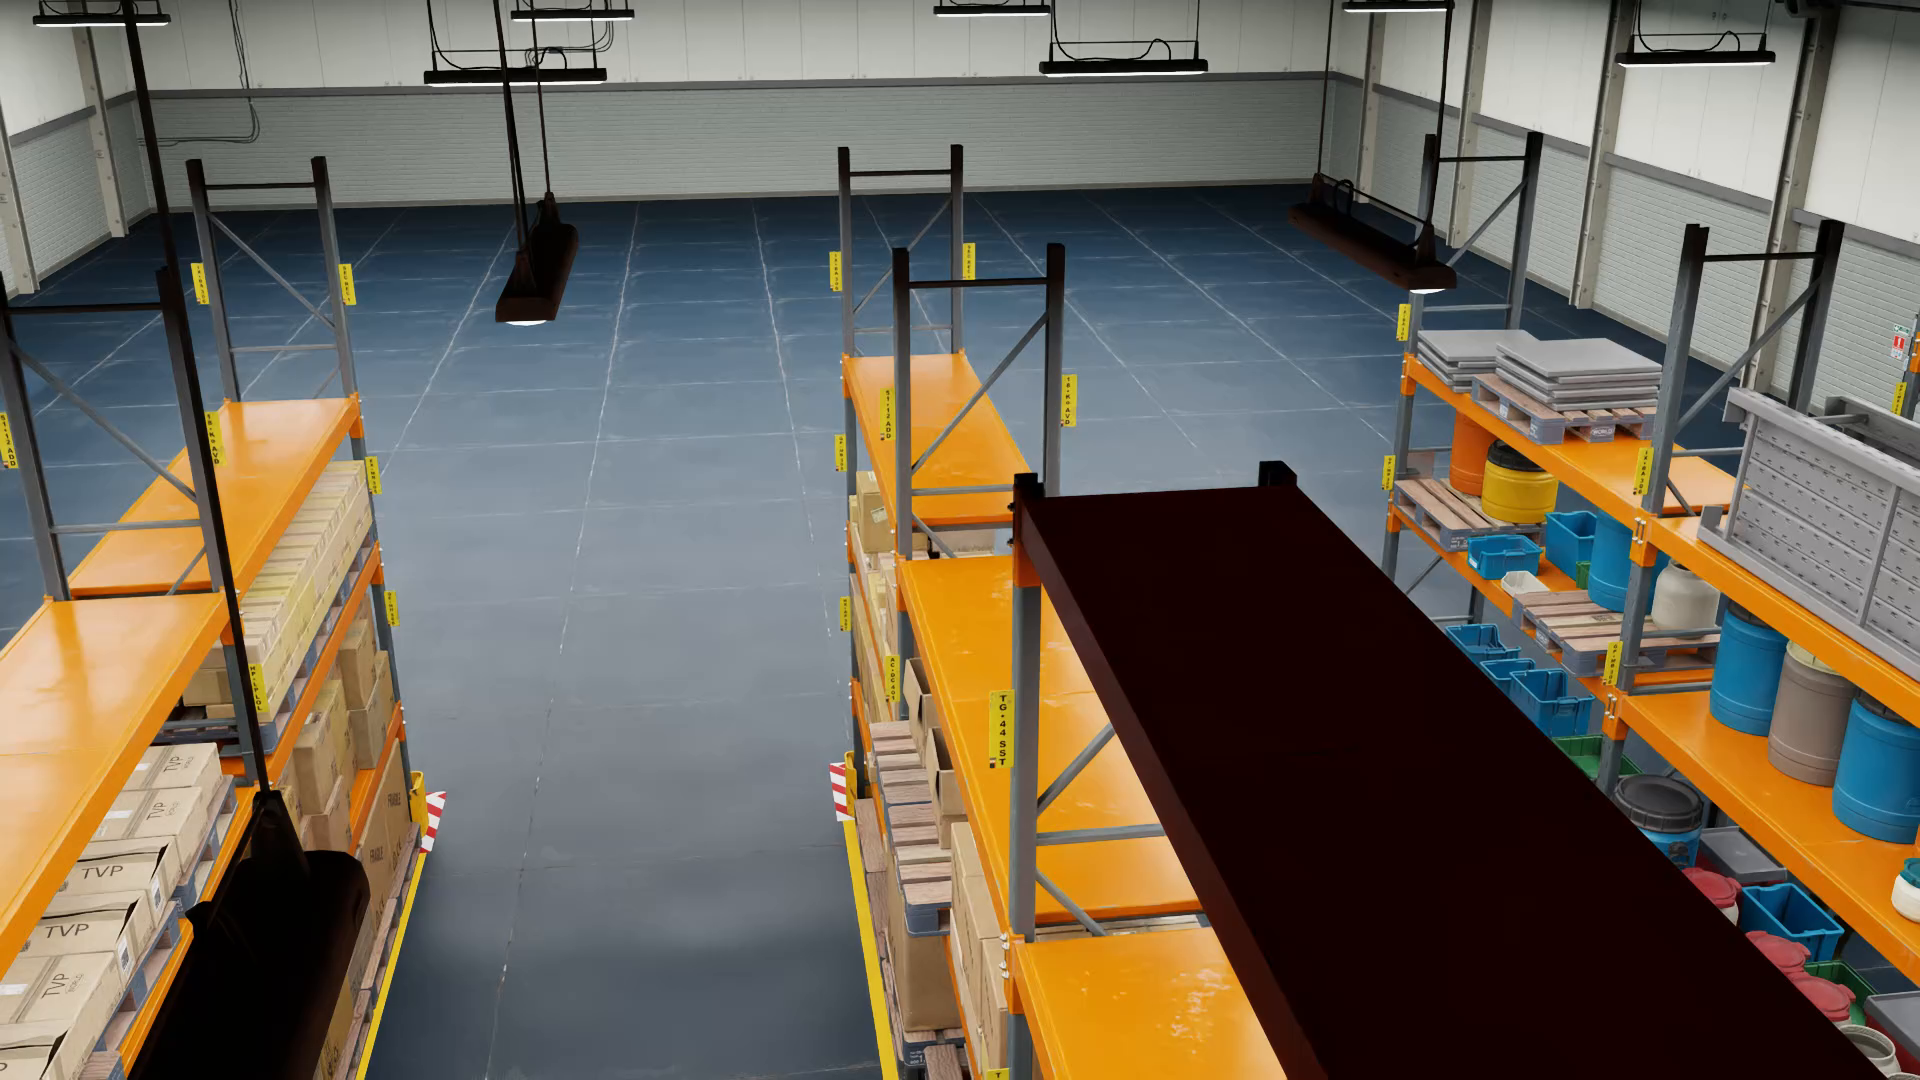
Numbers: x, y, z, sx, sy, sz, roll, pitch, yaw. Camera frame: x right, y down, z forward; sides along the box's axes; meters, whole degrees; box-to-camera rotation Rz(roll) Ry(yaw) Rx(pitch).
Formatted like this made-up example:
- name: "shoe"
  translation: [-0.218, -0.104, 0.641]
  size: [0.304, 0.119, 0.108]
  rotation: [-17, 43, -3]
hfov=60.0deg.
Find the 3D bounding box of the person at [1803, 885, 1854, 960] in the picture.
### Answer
- name: "person"
  translation: [6.858, 2.504, 12.911]
  size: [0.629, 1.771, 0.584]
  rotation: [3, 22, 8]
